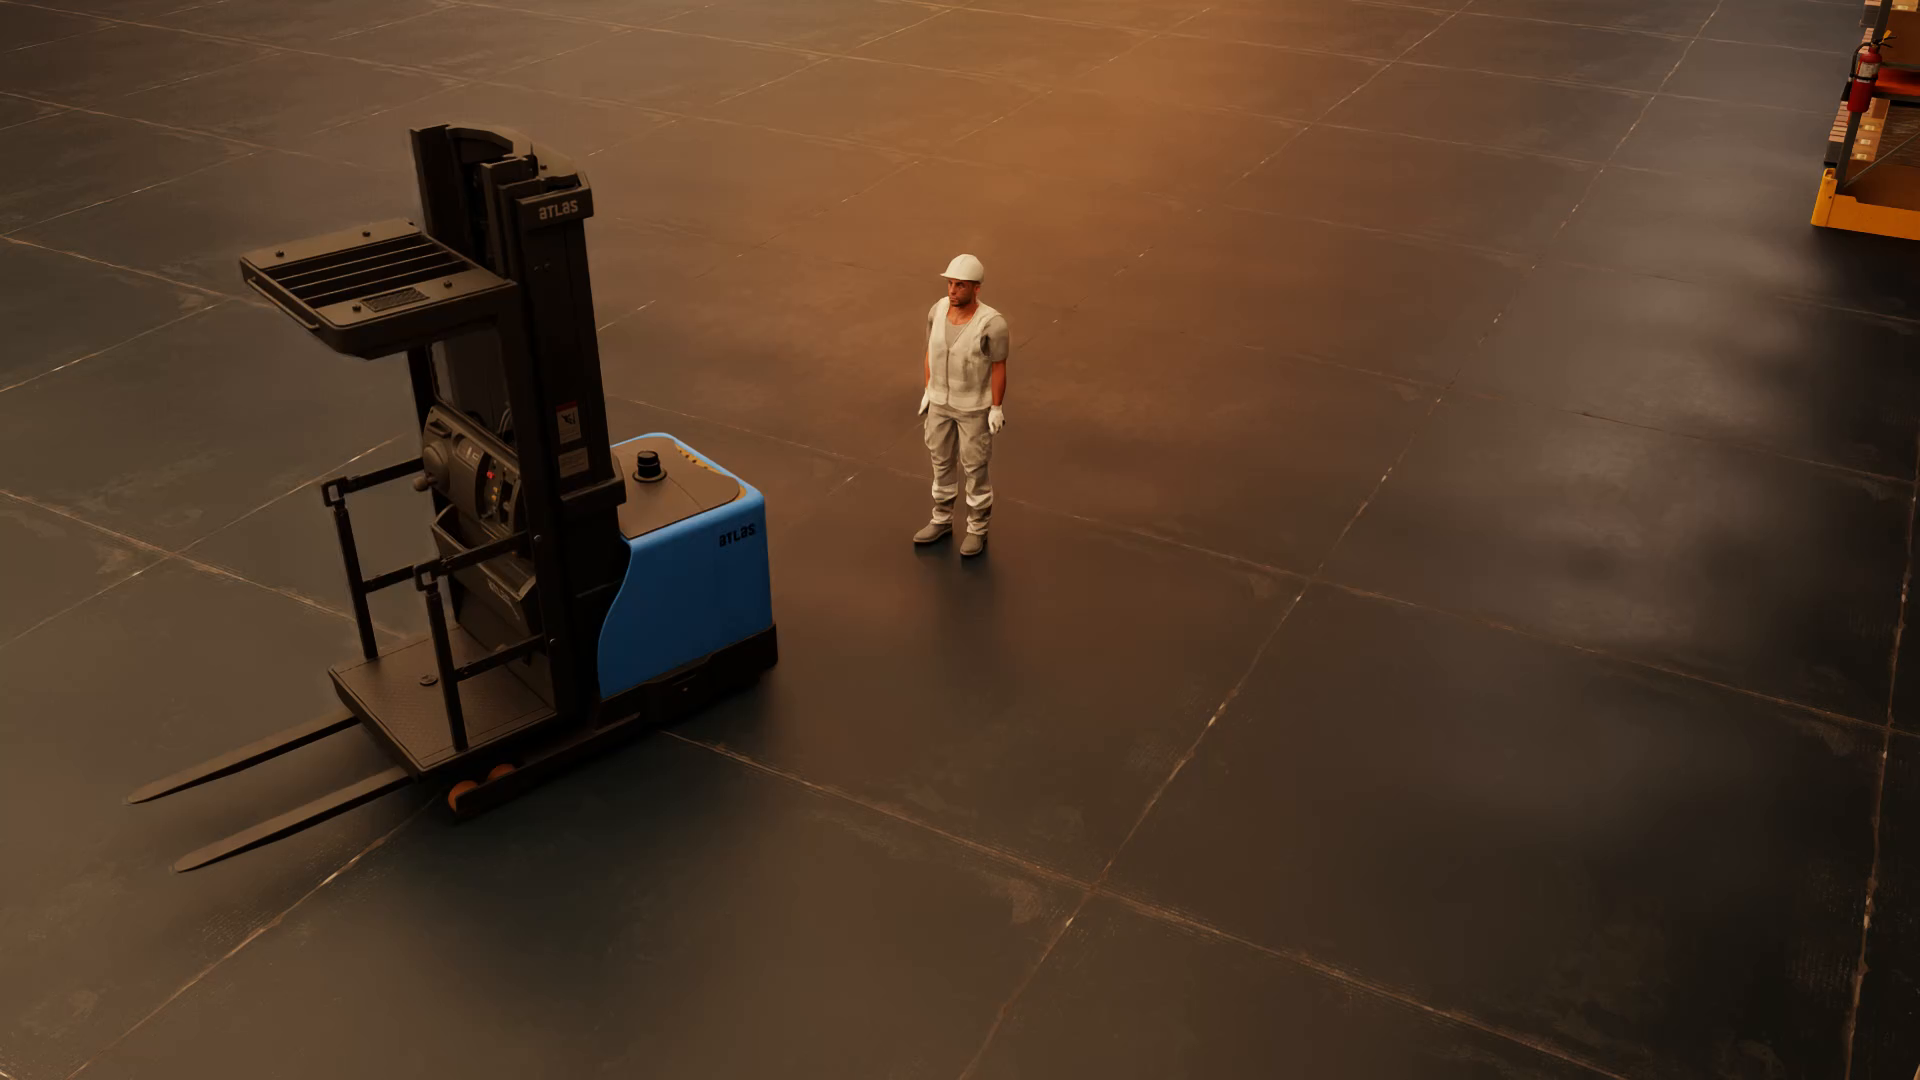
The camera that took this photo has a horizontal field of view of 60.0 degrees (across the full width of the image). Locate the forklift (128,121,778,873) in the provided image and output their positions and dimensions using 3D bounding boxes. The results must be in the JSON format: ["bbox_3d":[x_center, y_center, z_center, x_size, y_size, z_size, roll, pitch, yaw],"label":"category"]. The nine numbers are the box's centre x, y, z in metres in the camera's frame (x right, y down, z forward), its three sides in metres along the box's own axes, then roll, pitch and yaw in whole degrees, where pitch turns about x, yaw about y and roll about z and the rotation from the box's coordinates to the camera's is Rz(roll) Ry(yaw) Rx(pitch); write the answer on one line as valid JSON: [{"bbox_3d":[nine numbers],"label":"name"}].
[{"bbox_3d":[-2.407,-0.276,7.548,3.031,2.935,1.130,-23,37,-34],"label":"forklift"}]

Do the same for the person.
[{"bbox_3d":[0.004,-0.768,9.543,0.536,1.795,0.369,15,33,25],"label":"person"}]
